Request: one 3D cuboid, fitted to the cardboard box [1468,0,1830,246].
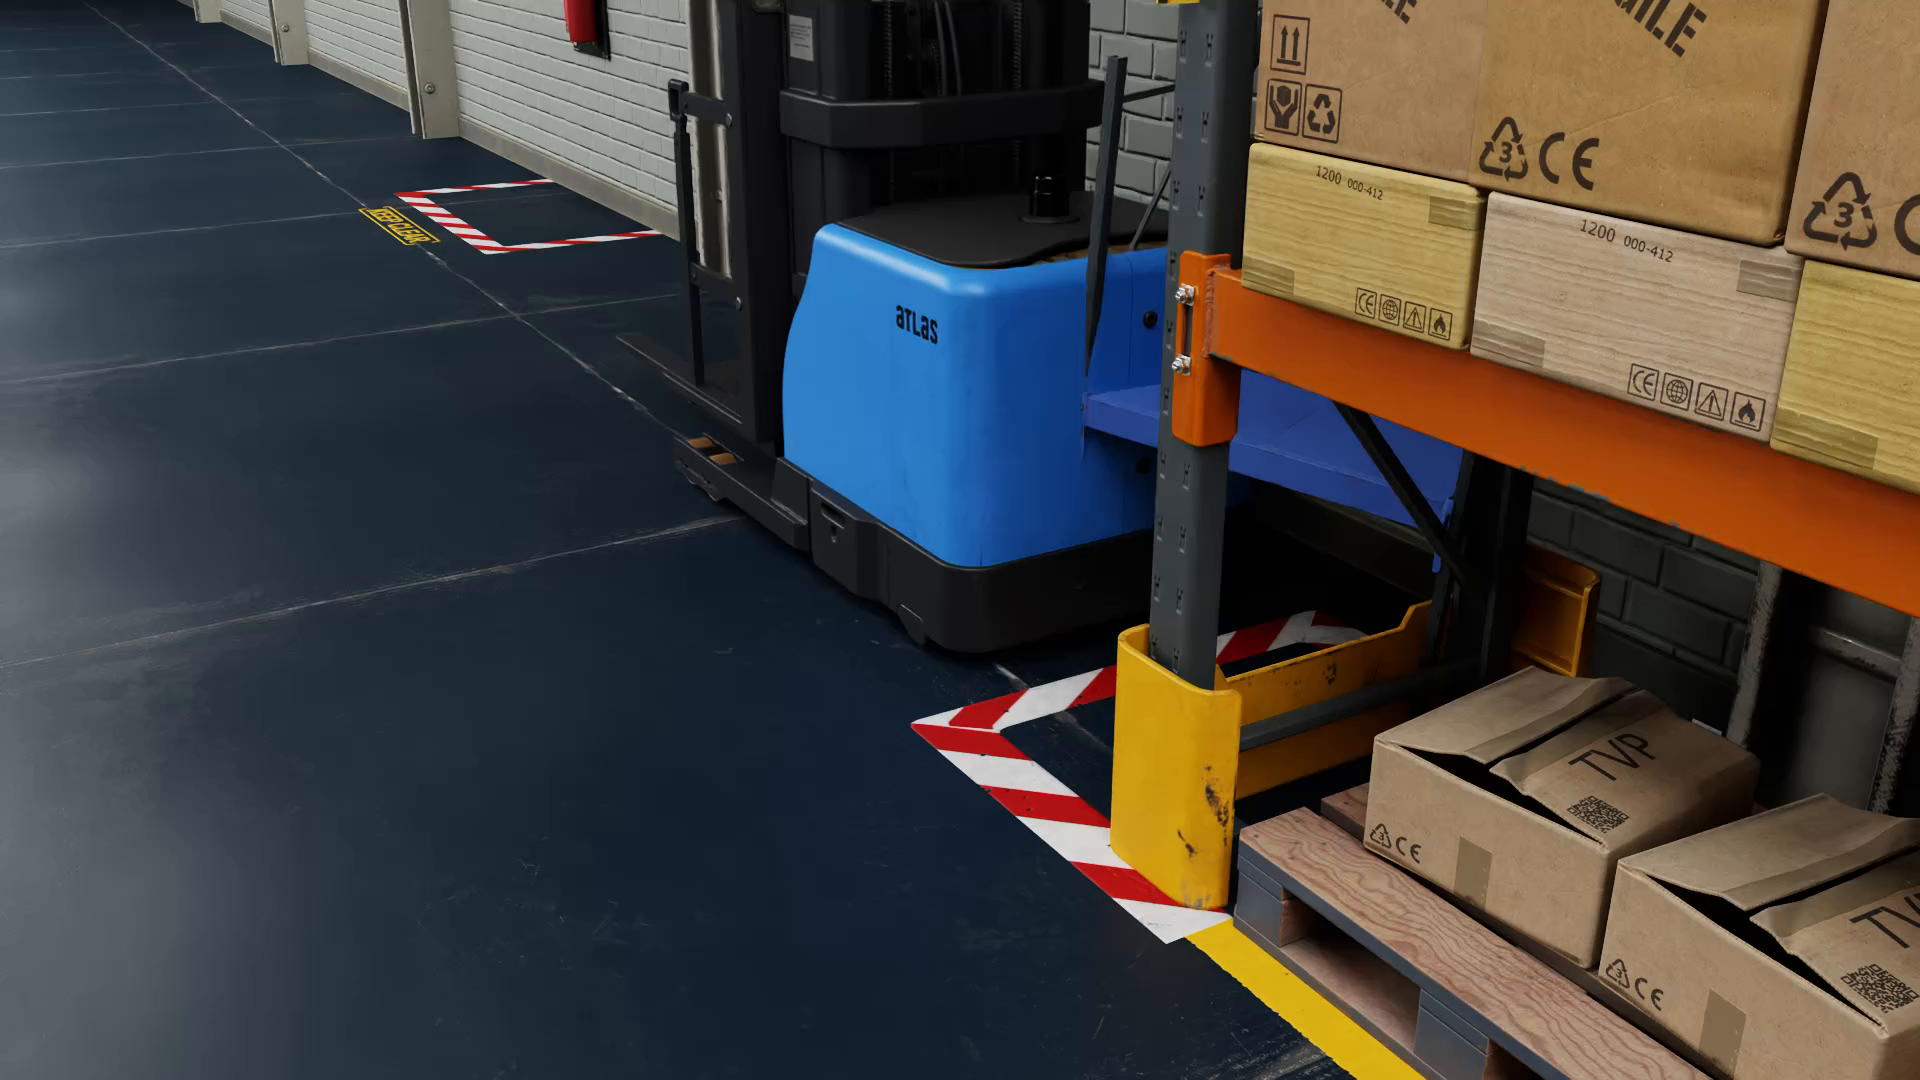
[{"bbox_3d":[1.087,-0.722,2.280,0.500,0.500,0.500,-13,25,-28],"label":"cardboard box"}]

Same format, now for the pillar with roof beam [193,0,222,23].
[{"bbox_3d":[-14.002,-10.469,19.117,9.100,9.000,0.400,-13,25,-28],"label":"pillar with roof beam"}]

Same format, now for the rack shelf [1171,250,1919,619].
[{"bbox_3d":[1.879,0.172,1.860,1.077,0.370,4.000,-13,25,-28],"label":"rack shelf"}]

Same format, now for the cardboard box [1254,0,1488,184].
[{"bbox_3d":[0.843,-0.884,2.678,0.500,0.500,0.500,-13,25,-28],"label":"cardboard box"}]

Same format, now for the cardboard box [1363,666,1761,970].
[{"bbox_3d":[1.133,0.474,3.147,0.500,0.311,0.500,-16,27,-34],"label":"cardboard box"}]

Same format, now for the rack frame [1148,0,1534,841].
[{"bbox_3d":[0.857,-0.809,3.318,1.000,3.000,0.127,-13,25,-28],"label":"rack frame"}]

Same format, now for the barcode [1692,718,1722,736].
[{"bbox_3d":[1.486,0.399,3.321,0.001,0.075,0.075,-13,25,-28],"label":"barcode"}]

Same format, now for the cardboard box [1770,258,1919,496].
[{"bbox_3d":[1.366,-0.198,1.988,0.500,0.250,0.500,-13,26,-29],"label":"cardboard box"}]

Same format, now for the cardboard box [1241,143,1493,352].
[{"bbox_3d":[0.833,-0.529,2.803,0.500,0.250,0.500,-13,26,-30],"label":"cardboard box"}]

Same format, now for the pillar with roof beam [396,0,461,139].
[{"bbox_3d":[-7.872,-6.584,9.560,9.100,9.000,0.400,-13,25,-28],"label":"pillar with roof beam"}]

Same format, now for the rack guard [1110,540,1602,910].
[{"bbox_3d":[0.896,0.374,3.728,1.175,0.500,0.348,-13,25,-28],"label":"rack guard"}]

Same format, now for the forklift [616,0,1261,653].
[{"bbox_3d":[-0.335,-1.567,5.274,1.130,2.935,3.031,-13,25,-29],"label":"forklift"}]

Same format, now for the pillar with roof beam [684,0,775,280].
[{"bbox_3d":[-4.808,-4.642,4.781,9.100,9.000,0.400,-13,25,-28],"label":"pillar with roof beam"}]

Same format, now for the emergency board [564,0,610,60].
[{"bbox_3d":[-2.336,-3.498,9.934,0.194,1.169,0.643,-13,25,-28],"label":"emergency board"}]

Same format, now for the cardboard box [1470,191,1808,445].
[{"bbox_3d":[1.111,-0.364,2.396,0.500,0.250,0.500,-13,26,-30],"label":"cardboard box"}]

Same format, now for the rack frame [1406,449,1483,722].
[{"bbox_3d":[1.287,-0.245,3.941,0.032,1.500,0.500,20,30,30],"label":"rack frame"}]

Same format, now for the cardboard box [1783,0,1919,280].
[{"bbox_3d":[1.345,-0.553,1.866,0.500,0.500,0.500,-14,26,-30],"label":"cardboard box"}]

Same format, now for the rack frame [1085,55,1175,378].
[{"bbox_3d":[0.458,-0.546,4.447,0.032,1.500,0.500,20,30,30],"label":"rack frame"}]

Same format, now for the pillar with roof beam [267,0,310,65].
[{"bbox_3d":[-10.937,-8.526,14.338,9.100,9.000,0.400,-13,25,-28],"label":"pillar with roof beam"}]

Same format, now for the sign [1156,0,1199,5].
[{"bbox_3d":[0.391,-1.105,2.898,0.100,0.325,0.005,-13,25,-28],"label":"sign"}]

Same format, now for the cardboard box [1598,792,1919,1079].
[{"bbox_3d":[1.424,0.659,2.693,0.500,0.311,0.500,-10,24,-24],"label":"cardboard box"}]

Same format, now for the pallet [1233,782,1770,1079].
[{"bbox_3d":[1.281,0.777,3.118,1.003,0.211,1.213,-13,25,-28],"label":"pallet"}]

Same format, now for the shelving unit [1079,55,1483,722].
[{"bbox_3d":[0.872,-0.395,4.194,1.048,1.500,0.538,20,30,30],"label":"shelving unit"}]

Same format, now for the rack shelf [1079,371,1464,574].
[{"bbox_3d":[0.861,-0.233,4.272,1.000,0.185,0.538,20,30,30],"label":"rack shelf"}]
